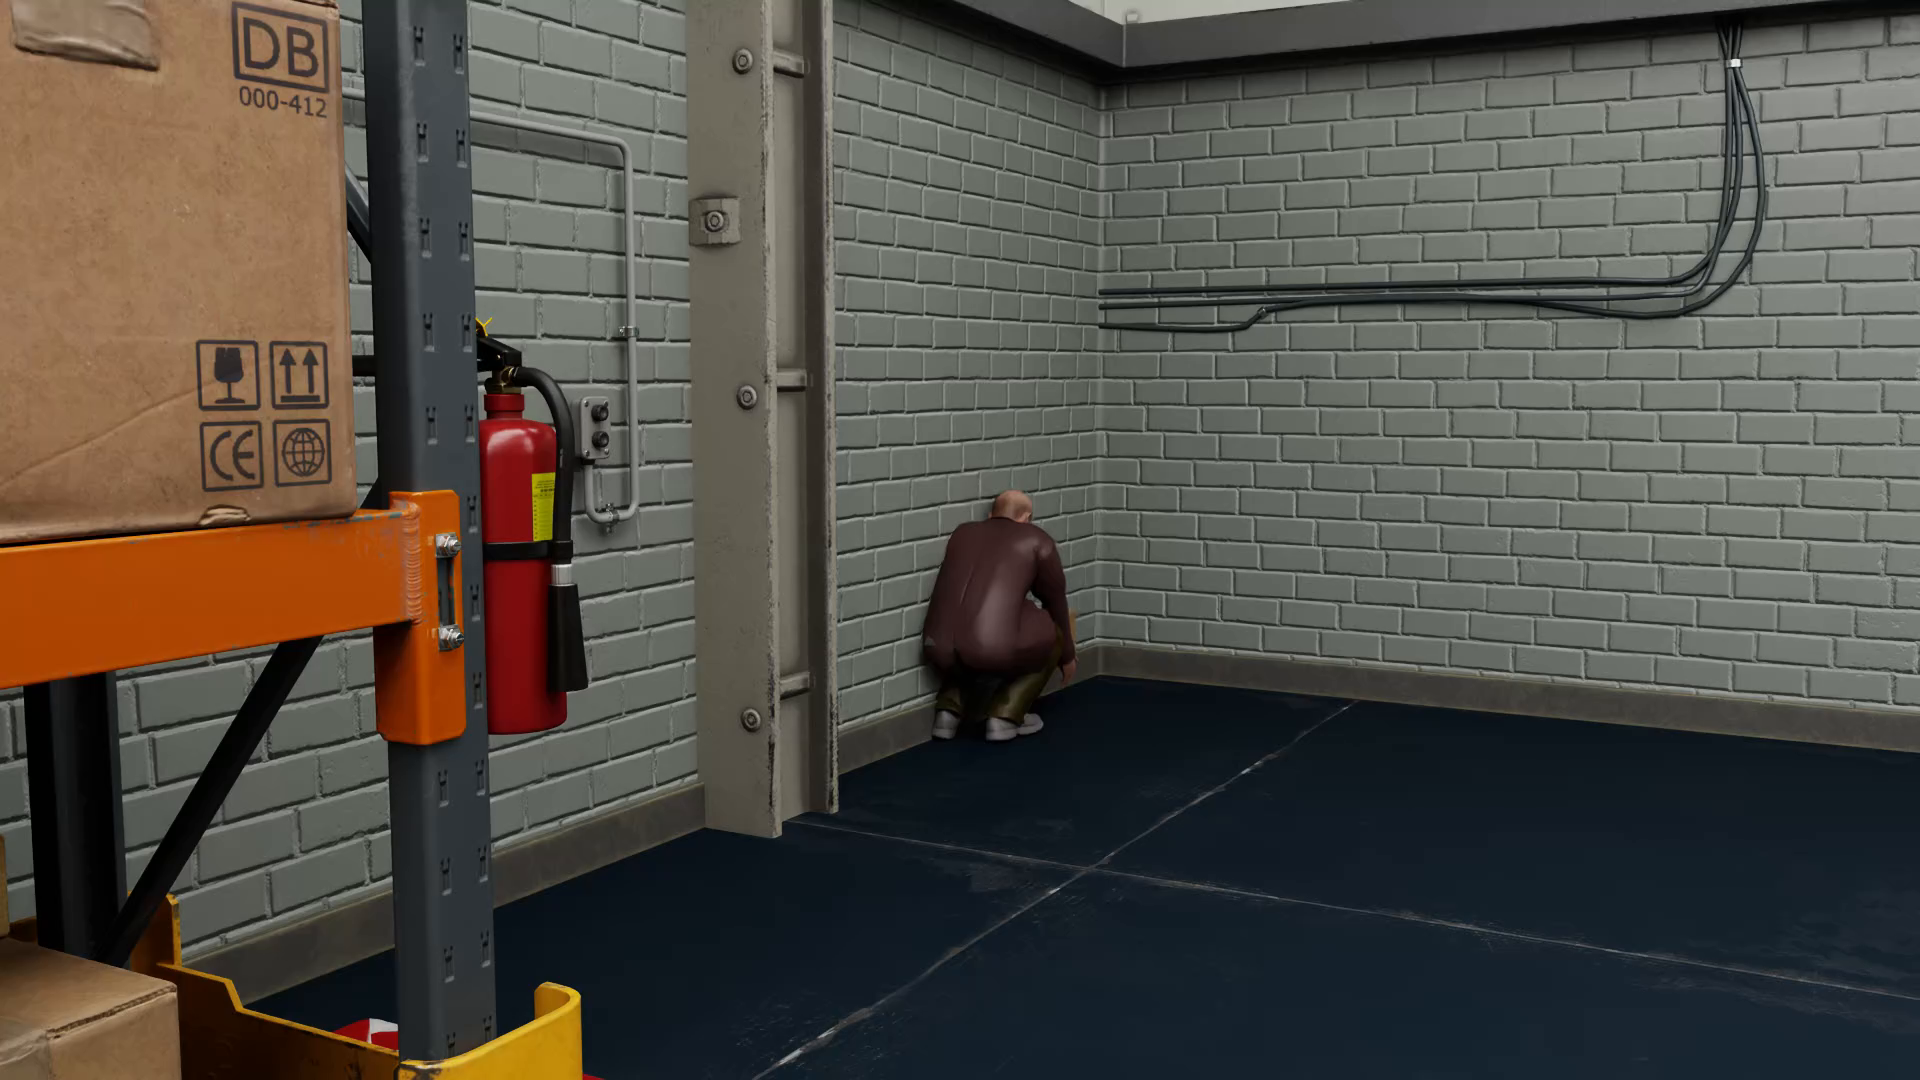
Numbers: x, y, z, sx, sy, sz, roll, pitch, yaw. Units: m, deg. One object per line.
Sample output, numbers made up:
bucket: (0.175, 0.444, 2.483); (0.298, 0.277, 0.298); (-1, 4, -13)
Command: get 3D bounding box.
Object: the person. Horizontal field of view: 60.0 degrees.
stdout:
person: (0.169, 0.303, 6.985); (0.583, 0.996, 0.926); (3, 7, 28)
